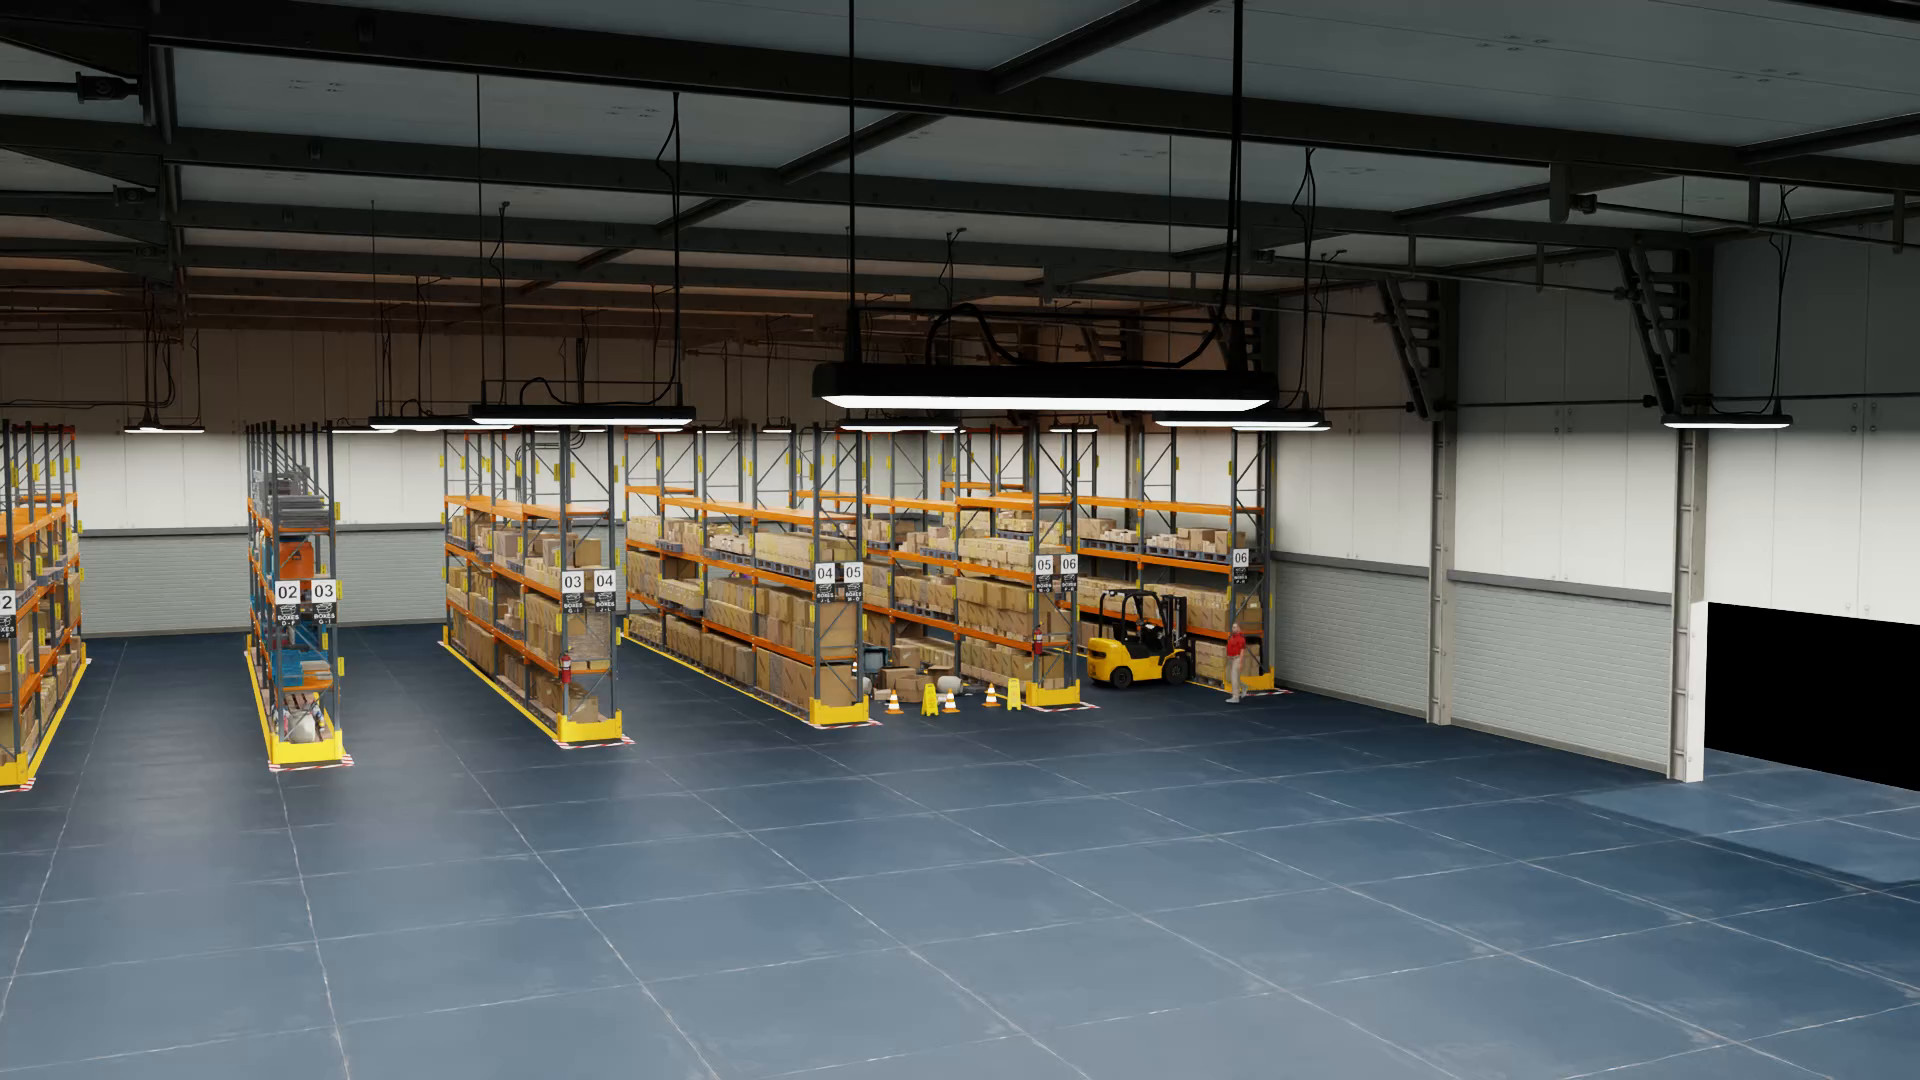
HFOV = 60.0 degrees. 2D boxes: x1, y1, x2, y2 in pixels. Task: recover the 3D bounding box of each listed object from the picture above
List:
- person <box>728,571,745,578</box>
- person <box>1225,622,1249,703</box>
[{"bbox_3d":[-7.095,1.555,52.800,0.533,1.733,0.983,3,5,38],"label":"person"},{"bbox_3d":[5.984,2.615,35.710,0.688,1.703,0.543,-2,4,-26],"label":"person"}]
